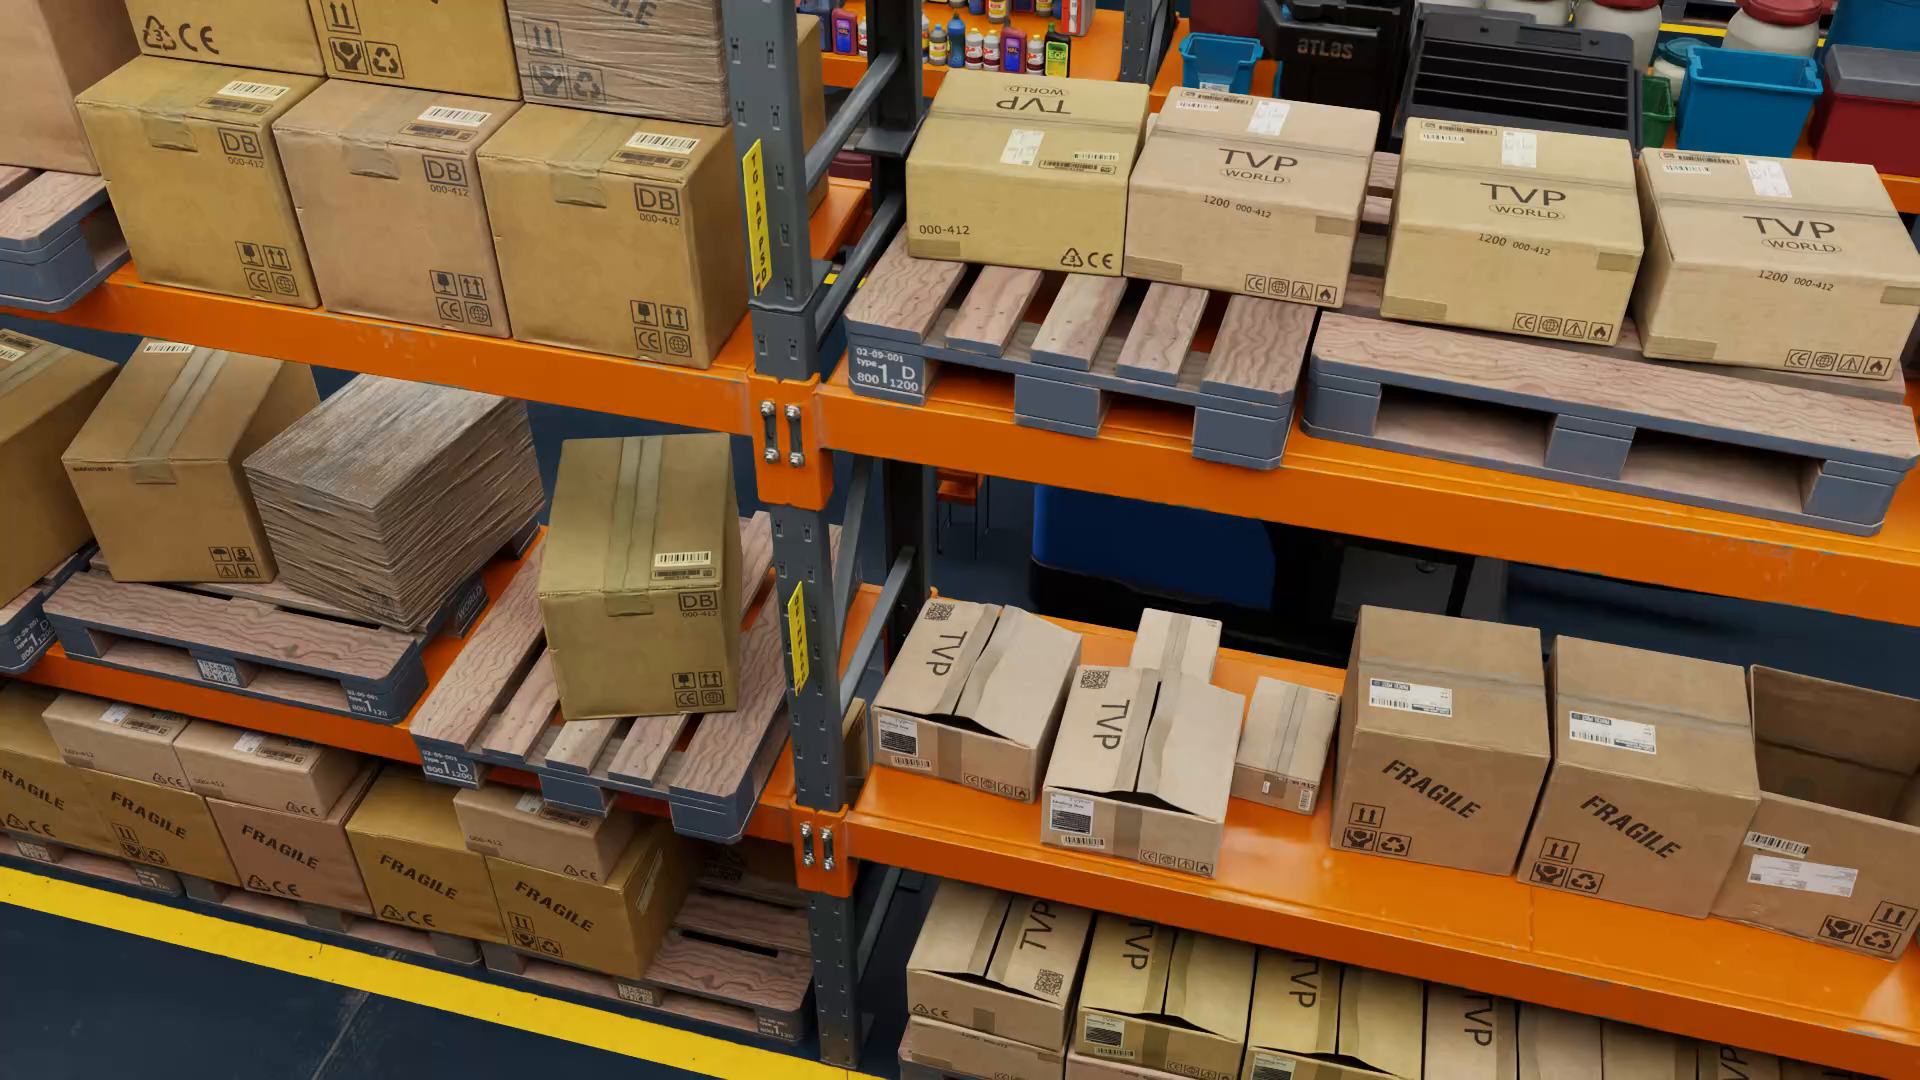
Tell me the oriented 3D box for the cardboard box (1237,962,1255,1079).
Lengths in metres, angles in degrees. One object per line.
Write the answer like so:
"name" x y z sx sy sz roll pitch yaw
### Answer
"cardboard box" 1.135 1.658 5.279 0.500 0.250 0.500 9 41 10

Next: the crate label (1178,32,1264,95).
"crate label" 1.310 -2.379 8.405 0.416 0.233 0.303 10 41 11

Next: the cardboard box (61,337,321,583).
"cardboard box" -2.426 -0.278 5.369 0.500 0.500 0.700 0 40 0

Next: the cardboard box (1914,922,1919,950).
"cardboard box" 2.683 1.015 4.338 0.258 0.266 0.396 9 41 10

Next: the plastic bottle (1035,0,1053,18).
"plastic bottle" 0.466 -2.995 9.163 0.097 0.201 0.097 0 40 0

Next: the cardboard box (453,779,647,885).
"cardboard box" -1.304 0.816 5.489 0.500 0.250 0.500 11 41 13

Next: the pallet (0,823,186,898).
"pallet" -3.353 0.846 6.604 1.213 0.211 1.003 10 41 11

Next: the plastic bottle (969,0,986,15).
"plastic bottle" 0.098 -3.045 9.168 0.097 0.271 0.097 0 40 0

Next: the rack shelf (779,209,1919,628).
"rack shelf" 1.648 -0.210 3.919 4.000 0.370 1.077 10 41 11

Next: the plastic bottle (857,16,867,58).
"plastic bottle" -0.489 -2.654 8.757 0.097 0.201 0.097 0 40 0

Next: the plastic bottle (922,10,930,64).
"plastic bottle" -0.207 -2.632 8.677 0.097 0.271 0.097 0 40 0

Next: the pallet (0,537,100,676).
"pallet" -3.405 -0.060 5.663 1.213 0.211 1.003 10 41 11

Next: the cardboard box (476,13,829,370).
"cardboard box" -0.715 -0.908 4.113 0.500 0.500 0.910 10 41 11

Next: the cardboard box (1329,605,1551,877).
"cardboard box" 1.341 0.561 4.696 0.500 0.500 0.500 8 41 9

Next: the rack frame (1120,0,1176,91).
"rack frame" 1.000 -2.746 8.712 0.127 3.000 1.000 10 41 11

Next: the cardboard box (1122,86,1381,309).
"cardboard box" 0.680 -0.805 3.858 0.500 0.250 0.500 11 41 13

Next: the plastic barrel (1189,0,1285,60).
"plastic barrel" 1.526 -2.909 8.800 0.708 0.536 0.600 10 41 11

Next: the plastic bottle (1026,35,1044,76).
"plastic bottle" 0.392 -2.502 8.576 0.097 0.201 0.097 0 40 0

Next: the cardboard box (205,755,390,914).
"cardboard box" -2.257 0.940 5.924 0.500 0.500 0.500 8 41 10

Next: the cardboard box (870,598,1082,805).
"cardboard box" 0.056 0.453 4.973 0.500 0.311 0.500 12 42 14

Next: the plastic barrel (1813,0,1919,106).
"plastic barrel" 4.569 -2.525 8.059 0.708 0.901 0.600 10 41 11

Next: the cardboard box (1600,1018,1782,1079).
"cardboard box" 2.129 1.617 4.892 0.500 0.311 0.500 10 41 11

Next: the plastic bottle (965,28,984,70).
"plastic bottle" 0.075 -2.557 8.641 0.097 0.201 0.097 0 40 0

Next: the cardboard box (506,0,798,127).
"cardboard box" -0.704 -1.315 3.821 0.500 0.500 0.500 10 41 11

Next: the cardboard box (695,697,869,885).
"cardboard box" -0.650 0.866 6.012 0.500 0.500 0.500 11 41 13

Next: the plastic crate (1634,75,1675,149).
"plastic crate" 3.108 -2.114 8.124 0.662 0.188 0.450 10 41 11

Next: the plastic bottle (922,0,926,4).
"plastic bottle" -0.238 -3.143 9.285 0.097 0.271 0.097 0 40 0

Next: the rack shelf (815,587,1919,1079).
"rack shelf" 1.648 0.939 4.884 4.000 0.370 1.077 10 41 11

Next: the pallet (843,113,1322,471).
"pallet" 0.394 -0.688 4.076 1.003 0.211 1.213 12 41 13

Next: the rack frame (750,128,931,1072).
"rack frame" -0.284 0.331 5.048 0.127 3.000 1.000 10 41 11

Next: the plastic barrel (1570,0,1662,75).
"plastic barrel" 3.287 -2.550 8.373 0.433 0.535 0.433 0 40 0

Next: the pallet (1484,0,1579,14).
"pallet" 4.209 -4.420 12.874 1.213 0.211 1.003 10 41 11

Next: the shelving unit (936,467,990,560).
"shelving unit" 0.014 -0.457 7.386 0.189 1.200 0.258 10 41 11

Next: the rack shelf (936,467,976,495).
"rack shelf" 0.014 -0.331 7.492 0.180 0.103 0.258 10 41 11

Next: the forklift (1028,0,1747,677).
"forklift" 1.877 -0.824 6.476 3.031 2.935 1.130 11 41 13

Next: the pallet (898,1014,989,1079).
"pallet" 0.501 1.560 5.753 1.213 0.211 1.003 10 41 11

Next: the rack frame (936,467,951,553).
"rack frame" -0.074 -0.472 7.404 0.006 1.200 0.240 10 41 11

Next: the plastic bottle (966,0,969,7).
"plastic bottle" 0.101 -3.101 9.226 0.133 0.283 0.061 10 41 11

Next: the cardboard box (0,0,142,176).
"cardboard box" -2.392 -1.371 4.260 0.600 0.600 0.600 8 41 10

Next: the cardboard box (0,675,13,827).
"cardboard box" -3.744 0.686 6.226 0.500 0.500 0.500 8 41 9

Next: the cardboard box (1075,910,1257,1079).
"cardboard box" 0.655 1.360 5.198 0.500 0.311 0.500 9 41 10
